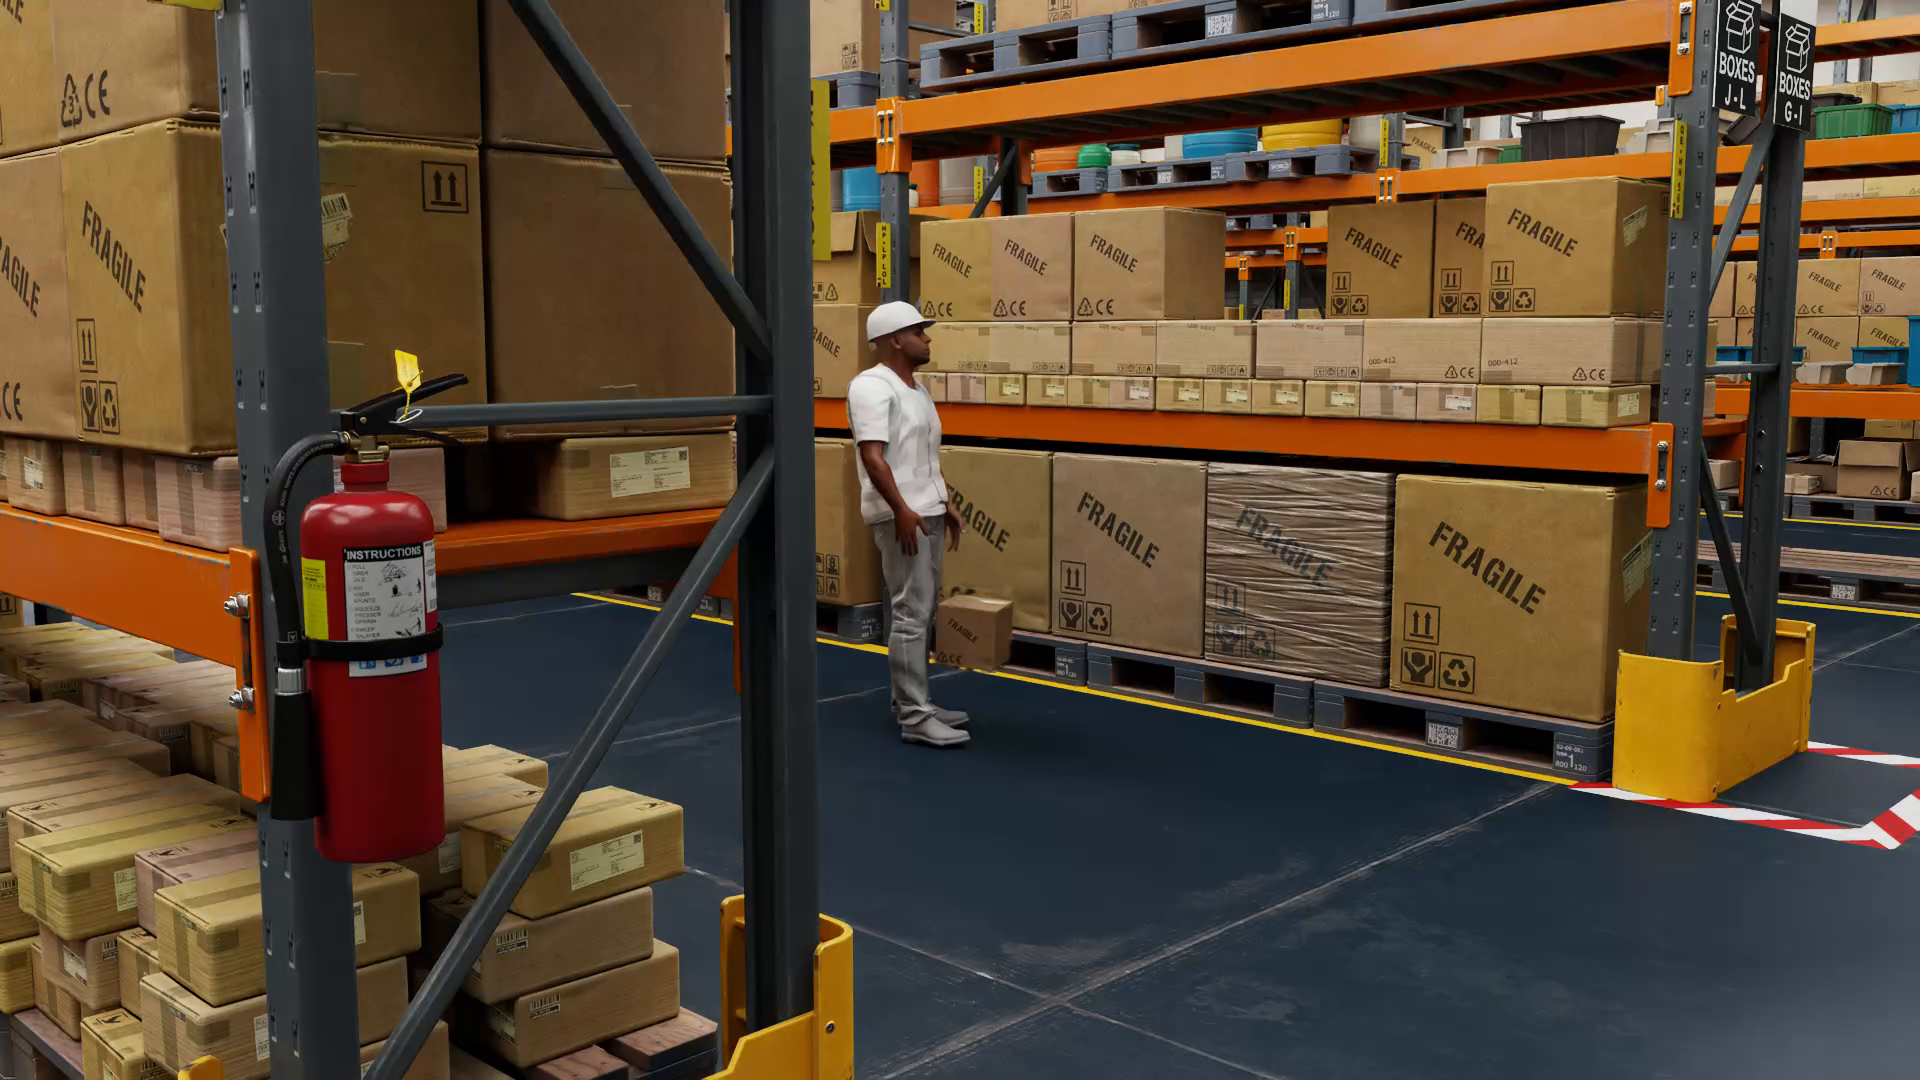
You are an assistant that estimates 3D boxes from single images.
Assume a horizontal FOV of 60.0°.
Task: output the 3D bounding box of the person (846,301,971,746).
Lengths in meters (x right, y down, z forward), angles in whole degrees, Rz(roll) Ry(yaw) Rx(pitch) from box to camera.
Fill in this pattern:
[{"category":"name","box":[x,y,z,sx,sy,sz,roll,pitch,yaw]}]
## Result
[{"category":"person","box":[-0.147,-0.091,6.839,0.576,1.766,0.629,2,7,19]}]
